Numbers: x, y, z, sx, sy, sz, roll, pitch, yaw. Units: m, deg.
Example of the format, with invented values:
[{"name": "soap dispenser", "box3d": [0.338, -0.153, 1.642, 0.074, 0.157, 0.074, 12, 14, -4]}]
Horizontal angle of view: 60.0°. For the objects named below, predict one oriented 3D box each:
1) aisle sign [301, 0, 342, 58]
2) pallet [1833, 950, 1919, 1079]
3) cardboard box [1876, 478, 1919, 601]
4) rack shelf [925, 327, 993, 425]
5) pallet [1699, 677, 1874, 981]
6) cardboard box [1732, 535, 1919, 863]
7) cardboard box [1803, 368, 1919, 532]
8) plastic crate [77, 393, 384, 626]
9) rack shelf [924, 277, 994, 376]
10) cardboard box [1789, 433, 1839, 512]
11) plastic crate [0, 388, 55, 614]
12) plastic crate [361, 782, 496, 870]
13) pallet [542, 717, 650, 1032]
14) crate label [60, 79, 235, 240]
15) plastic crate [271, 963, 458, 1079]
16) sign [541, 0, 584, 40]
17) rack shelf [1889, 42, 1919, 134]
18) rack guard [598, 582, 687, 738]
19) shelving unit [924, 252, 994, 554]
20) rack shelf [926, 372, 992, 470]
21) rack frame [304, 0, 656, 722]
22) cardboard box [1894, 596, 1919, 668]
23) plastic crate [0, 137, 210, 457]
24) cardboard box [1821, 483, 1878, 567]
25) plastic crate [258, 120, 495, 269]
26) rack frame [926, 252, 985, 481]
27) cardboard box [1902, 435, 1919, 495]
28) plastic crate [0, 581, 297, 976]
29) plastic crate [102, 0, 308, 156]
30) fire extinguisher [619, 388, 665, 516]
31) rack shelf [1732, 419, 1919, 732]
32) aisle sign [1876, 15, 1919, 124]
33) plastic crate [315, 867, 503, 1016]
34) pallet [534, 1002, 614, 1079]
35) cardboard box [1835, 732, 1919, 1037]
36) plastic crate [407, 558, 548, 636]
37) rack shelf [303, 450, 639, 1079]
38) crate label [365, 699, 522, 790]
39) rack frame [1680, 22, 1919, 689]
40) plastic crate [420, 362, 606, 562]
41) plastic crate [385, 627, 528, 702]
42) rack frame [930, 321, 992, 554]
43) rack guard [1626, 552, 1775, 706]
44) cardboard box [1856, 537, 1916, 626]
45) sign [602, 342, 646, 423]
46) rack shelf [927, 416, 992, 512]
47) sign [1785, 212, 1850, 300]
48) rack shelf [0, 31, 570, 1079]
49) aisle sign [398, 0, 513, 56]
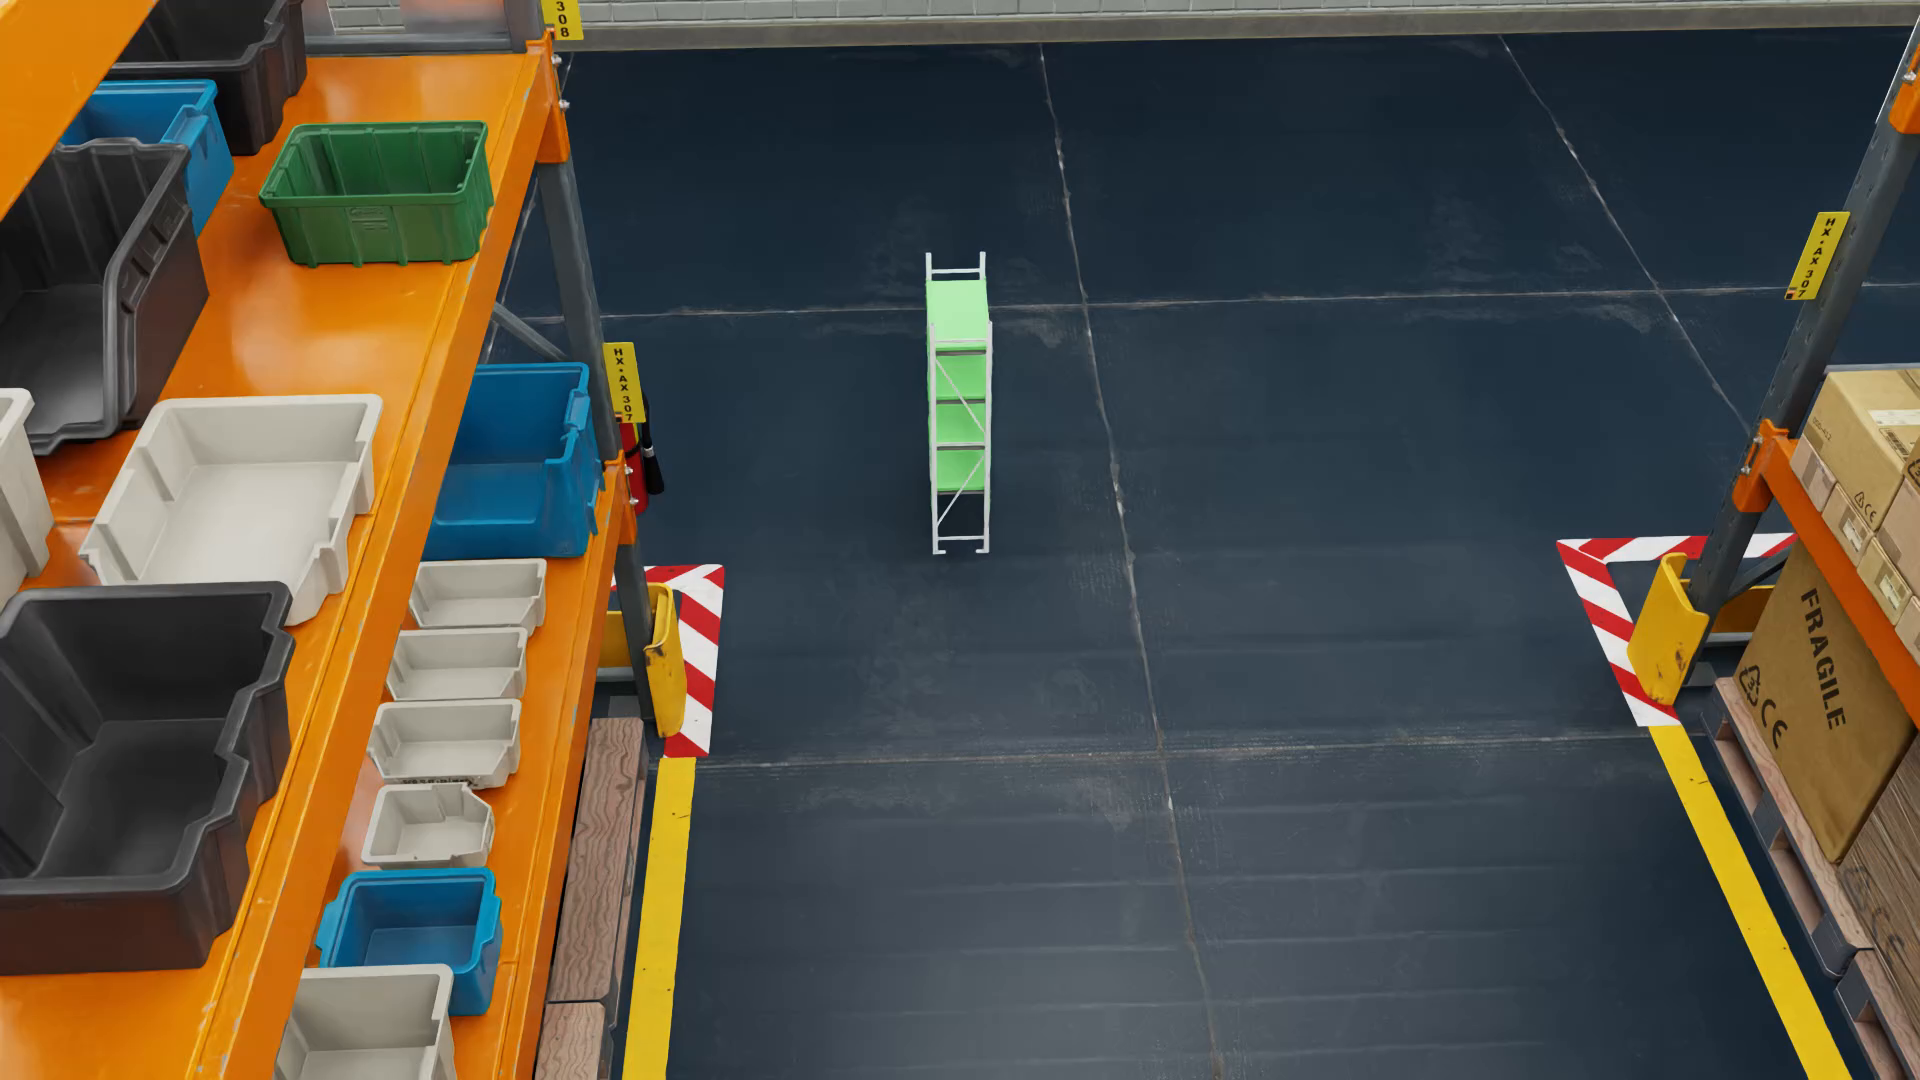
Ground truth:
[{"name": "aisle sign", "box3d": [-1.953, -1.426, 4.662, 0.394, 0.787, 0.004, -2, 43, -2]}, {"name": "pallet", "box3d": [3.456, 1.817, 5.112, 1.003, 0.211, 1.213, -2, 43, -2]}, {"name": "cardboard box", "box3d": [3.075, 0.058, 4.858, 0.500, 0.250, 0.500, -2, 43, -2]}, {"name": "rack shelf", "box3d": [-0.007, -0.684, 6.847, 0.258, 0.148, 0.480, -2, 43, -2]}, {"name": "pallet", "box3d": [3.408, 0.995, 6.008, 1.003, 0.211, 1.213, -2, 43, -2]}, {"name": "cardboard box", "box3d": [3.403, 0.488, 5.759, 0.875, 0.875, 0.875, -2, 43, -2]}, {"name": "cardboard box", "box3d": [3.046, -0.293, 5.240, 0.500, 0.250, 0.500, -3, 43, -3]}, {"name": "plastic crate", "box3d": [-1.317, -0.049, 3.058, 0.437, 0.136, 0.530, -2, 43, -2]}, {"name": "rack shelf", "box3d": [-0.007, -0.861, 6.685, 0.258, 0.148, 0.480, -2, 43, -2]}, {"name": "cardboard box", "box3d": [2.981, -0.228, 5.465, 0.380, 0.149, 0.250, -1, 43, -1]}, {"name": "plastic crate", "box3d": [-1.867, 0.015, 2.882, 0.437, 0.282, 0.530, -2, 43, -2]}, {"name": "plastic crate", "box3d": [-1.372, 0.775, 4.335, 0.298, 0.136, 0.250, -2, 43, -2]}, {"name": "pallet", "box3d": [-1.657, 1.158, 5.831, 1.003, 0.211, 1.213, -2, 43, -2]}, {"name": "crate label", "box3d": [-1.937, -0.847, 3.844, 0.408, 0.251, 0.502, -2, 43, -2]}, {"name": "plastic crate", "box3d": [-1.364, 1.258, 3.701, 0.437, 0.282, 0.530, -2, 43, -2]}, {"name": "sign", "box3d": [-1.104, -1.522, 4.548, 0.100, 0.325, 0.005, -2, 43, -2]}, {"name": "rack shelf", "box3d": [3.380, -0.061, 3.409, 1.077, 0.370, 4.000, -2, 43, -2]}, {"name": "rack guard", "box3d": [-1.667, 0.478, 6.359, 1.175, 0.500, 0.348, -2, 43, -2]}, {"name": "shelving unit", "box3d": [-0.007, -0.554, 6.966, 0.258, 1.200, 0.503, -2, 43, -2]}, {"name": "rack shelf", "box3d": [-0.007, -0.507, 7.010, 0.258, 0.148, 0.480, -2, 43, -2]}, {"name": "rack frame", "box3d": [-1.653, -0.428, 5.497, 1.000, 3.000, 0.127, -2, 43, -2]}, {"name": "cardboard box", "box3d": [3.017, 0.294, 4.896, 0.380, 0.149, 0.250, -2, 43, -2]}, {"name": "plastic crate", "box3d": [-1.863, -0.472, 3.371, 0.504, 0.338, 0.767, -2, 43, -2]}, {"name": "cardboard box", "box3d": [2.993, -0.055, 5.276, 0.380, 0.149, 0.250, -2, 43, -2]}, {"name": "plastic crate", "box3d": [-1.326, -0.798, 3.838, 0.450, 0.188, 0.336, -2, 43, -2]}, {"name": "rack frame", "box3d": [-0.017, -0.719, 7.146, 0.240, 1.200, 0.015, -2, 43, -2]}, {"name": "cardboard box", "box3d": [3.067, -0.232, 4.619, 0.500, 0.500, 0.500, -3, 43, -3]}, {"name": "plastic crate", "box3d": [-1.262, 0.368, 2.505, 0.497, 0.269, 0.590, -2, 43, -2]}, {"name": "plastic crate", "box3d": [-1.915, -1.218, 4.235, 0.497, 0.269, 0.590, -2, 43, -2]}, {"name": "fire extinguisher", "box3d": [-1.205, -0.377, 5.775, 0.296, 0.674, 0.183, -2, 43, -2]}, {"name": "rack shelf", "box3d": [3.380, 1.045, 4.422, 1.077, 0.370, 4.000, -2, 43, -2]}, {"name": "aisle sign", "box3d": [2.993, -1.568, 4.817, 0.394, 0.787, 0.004, -2, 43, -2]}, {"name": "plastic crate", "box3d": [-1.310, 0.991, 4.029, 0.416, 0.233, 0.300, -2, 43, -2]}, {"name": "pallet", "box3d": [-1.608, 1.979, 4.934, 1.003, 0.211, 1.213, -2, 43, -2]}, {"name": "cardboard box", "box3d": [3.441, 1.102, 5.089, 0.875, 0.875, 0.875, -2, 43, -2]}, {"name": "plastic crate", "box3d": [-1.437, 0.192, 4.971, 0.396, 0.136, 0.243, -2, 43, -2]}, {"name": "rack shelf", "box3d": [-1.568, 1.187, 4.267, 1.077, 0.370, 4.000, -2, 43, -2]}, {"name": "crate label", "box3d": [-1.403, 0.576, 4.553, 0.396, 0.136, 0.243, -2, 43, -2]}, {"name": "rack frame", "box3d": [3.296, -0.570, 5.652, 1.000, 3.000, 0.127, -2, 43, -2]}, {"name": "plastic crate", "box3d": [-1.452, -0.242, 5.224, 0.616, 0.435, 0.499, -2, 43, -2]}, {"name": "plastic crate", "box3d": [-1.440, 0.388, 4.757, 0.396, 0.136, 0.243, -2, 43, -2]}, {"name": "rack frame", "box3d": [0.003, -0.389, 6.787, 0.240, 1.200, 0.015, -2, 43, -2]}, {"name": "rack guard", "box3d": [3.294, 0.335, 6.514, 1.175, 0.500, 0.348, -2, 43, -2]}, {"name": "cardboard box", "box3d": [3.004, 0.118, 5.088, 0.380, 0.149, 0.250, -3, 43, -3]}, {"name": "sign", "box3d": [-1.104, -0.515, 5.471, 0.100, 0.325, 0.005, -2, 43, -2]}, {"name": "rack shelf", "box3d": [-0.007, -0.330, 7.172, 0.258, 0.148, 0.480, -2, 43, -2]}, {"name": "sign", "box3d": [2.741, -0.907, 5.320, 0.100, 0.325, 0.005, -2, 43, -2]}, {"name": "rack shelf", "box3d": [-1.568, 0.082, 3.254, 1.077, 0.370, 4.000, -2, 43, -2]}, {"name": "aisle sign", "box3d": [-1.363, -1.443, 4.681, 0.394, 0.787, 0.004, -2, 43, -2]}]
